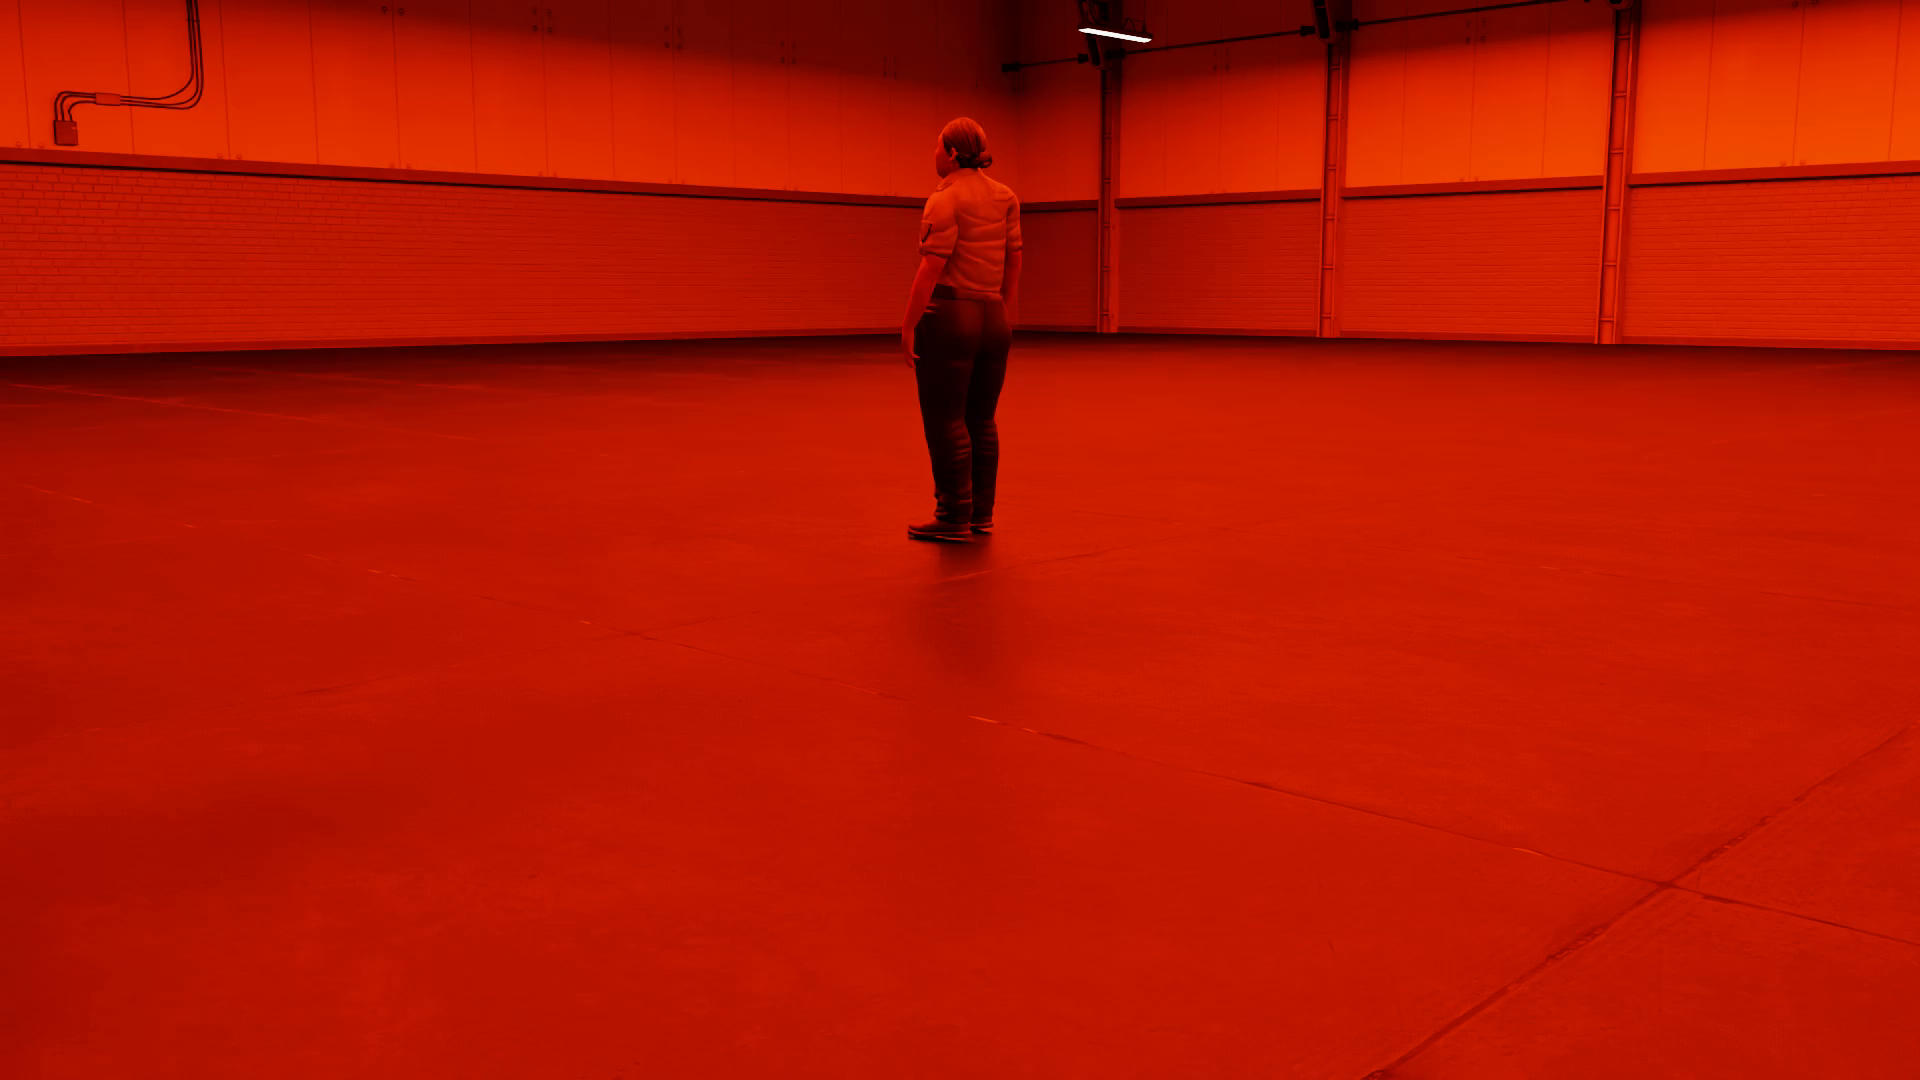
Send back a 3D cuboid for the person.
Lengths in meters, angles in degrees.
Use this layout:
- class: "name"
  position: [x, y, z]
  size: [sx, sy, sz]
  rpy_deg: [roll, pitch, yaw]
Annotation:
- class: "person"
  position: [-0.049, -0.833, 6.672]
  size: [0.502, 1.651, 0.598]
  rpy_deg: [8, 12, 43]
